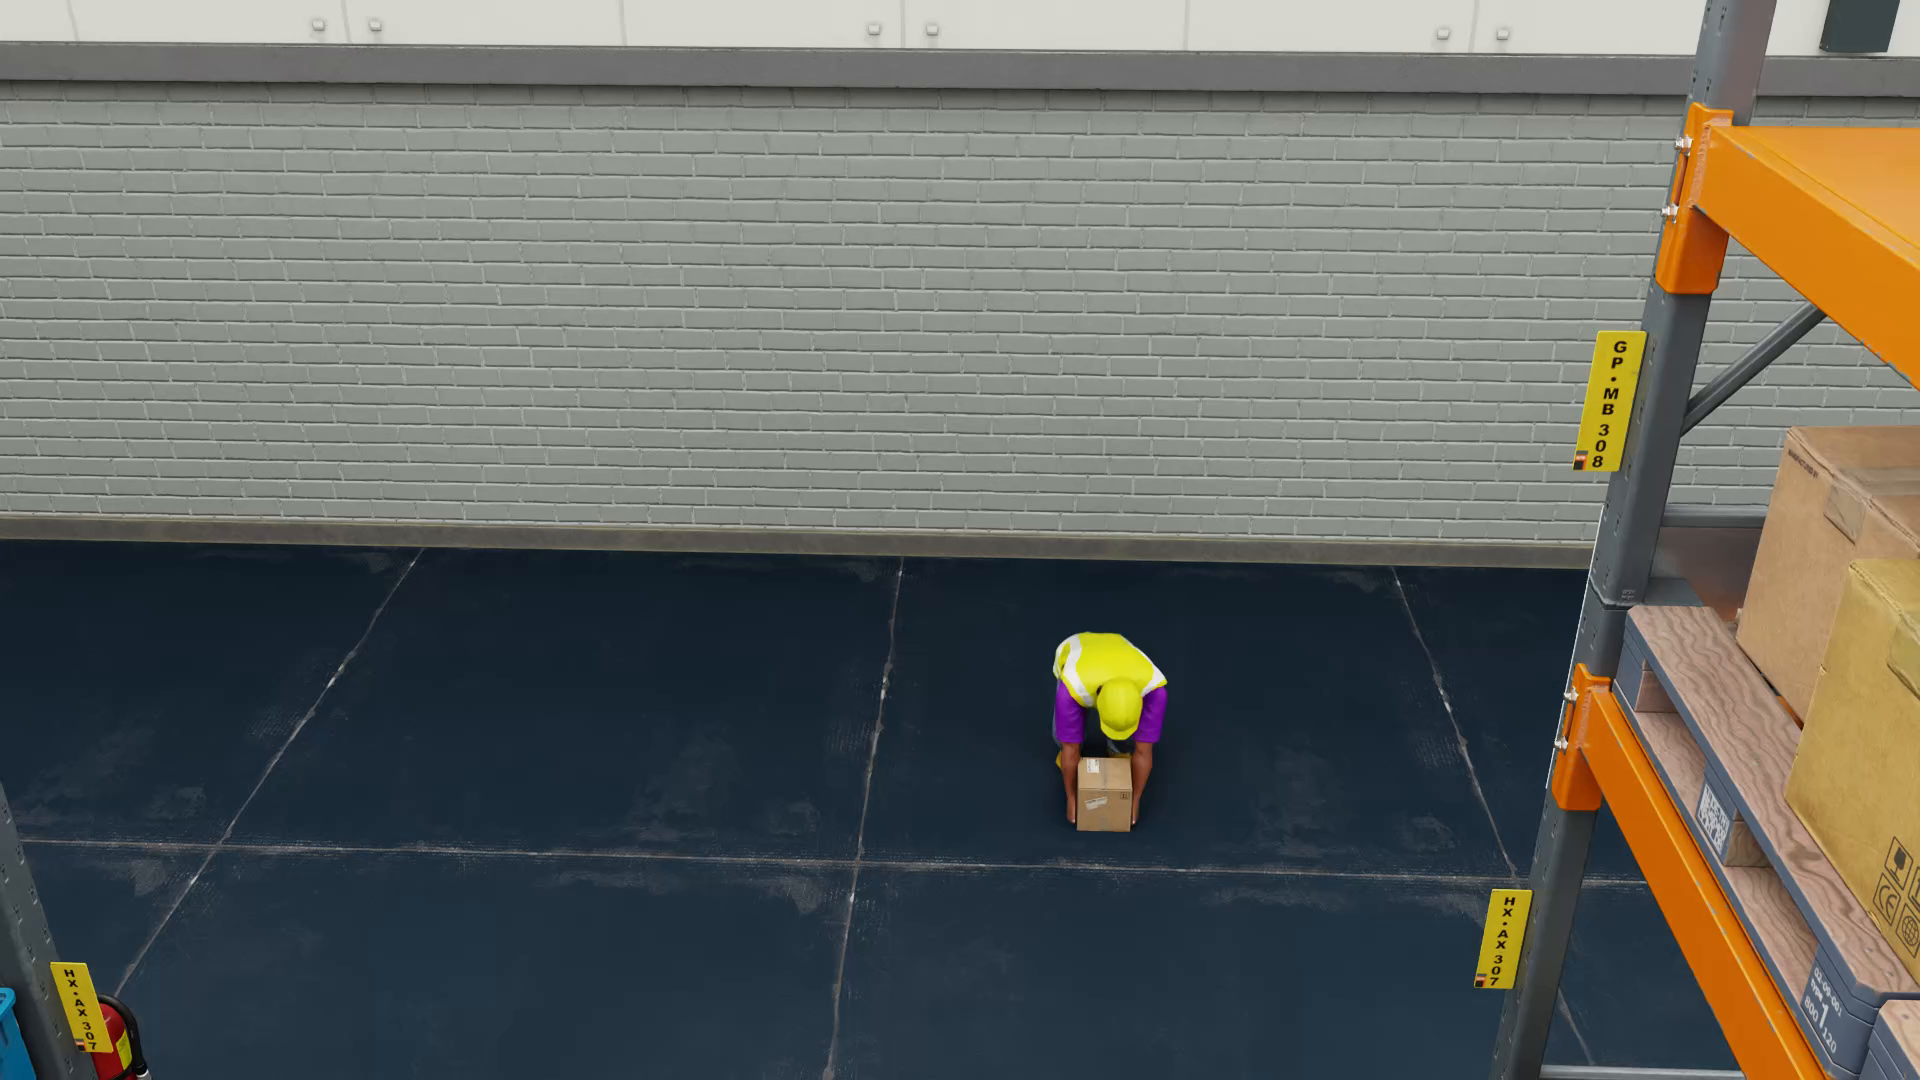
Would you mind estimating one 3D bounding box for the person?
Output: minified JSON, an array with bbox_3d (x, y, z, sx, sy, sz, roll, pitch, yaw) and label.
[{"bbox_3d":[0.716,0.858,8.076,0.537,0.863,0.943,0,28,1],"label":"person"}]
